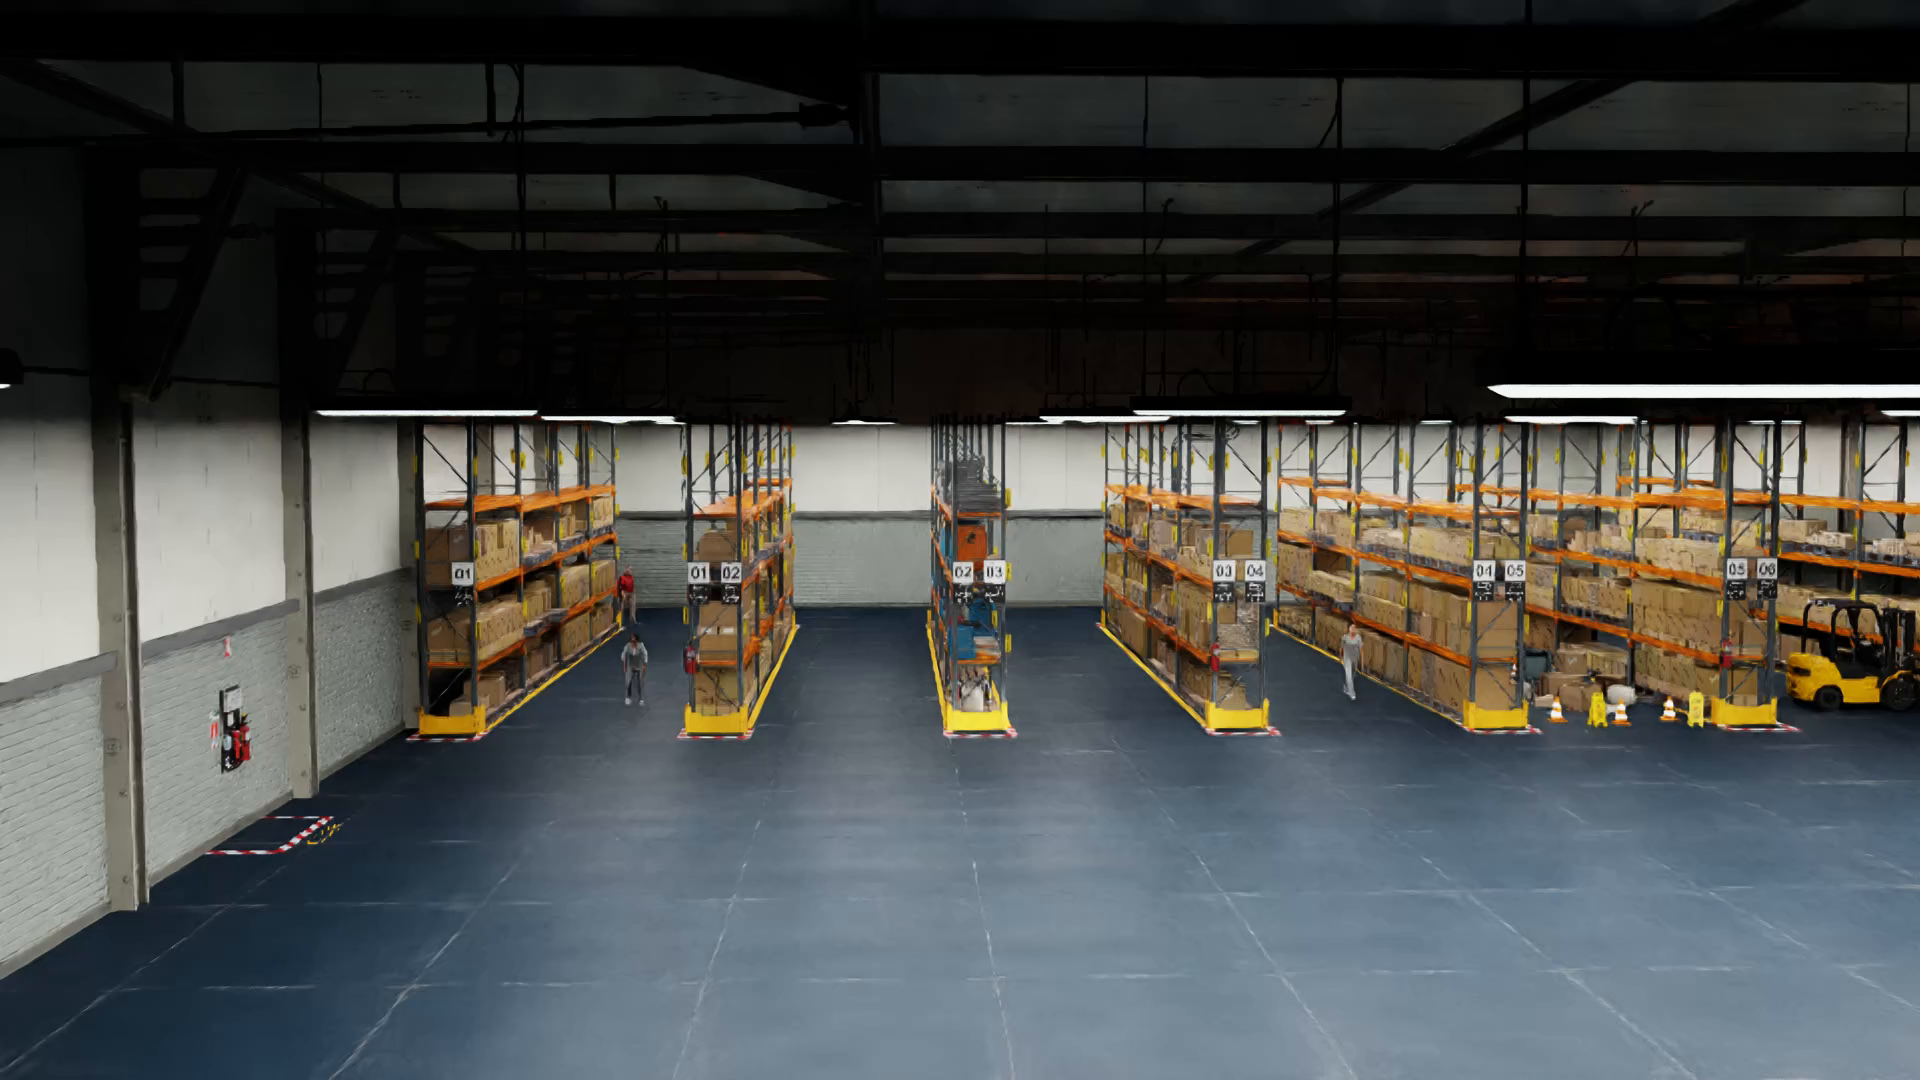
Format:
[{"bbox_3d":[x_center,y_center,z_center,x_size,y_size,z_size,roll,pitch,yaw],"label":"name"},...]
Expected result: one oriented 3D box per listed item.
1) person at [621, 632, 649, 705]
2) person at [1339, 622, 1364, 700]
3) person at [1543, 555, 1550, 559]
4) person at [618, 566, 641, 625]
[{"bbox_3d":[-6.676,2.642,34.148,0.566,1.528,0.519,0,4,-6],"label":"person"},{"bbox_3d":[8.262,2.536,35.024,0.453,1.597,1.019,0,4,-4],"label":"person"},{"bbox_3d":[18.170,1.340,51.259,0.529,1.771,0.758,-3,5,-36],"label":"person"},{"bbox_3d":[-9.624,1.595,48.112,0.582,1.713,0.631,3,5,41],"label":"person"}]
